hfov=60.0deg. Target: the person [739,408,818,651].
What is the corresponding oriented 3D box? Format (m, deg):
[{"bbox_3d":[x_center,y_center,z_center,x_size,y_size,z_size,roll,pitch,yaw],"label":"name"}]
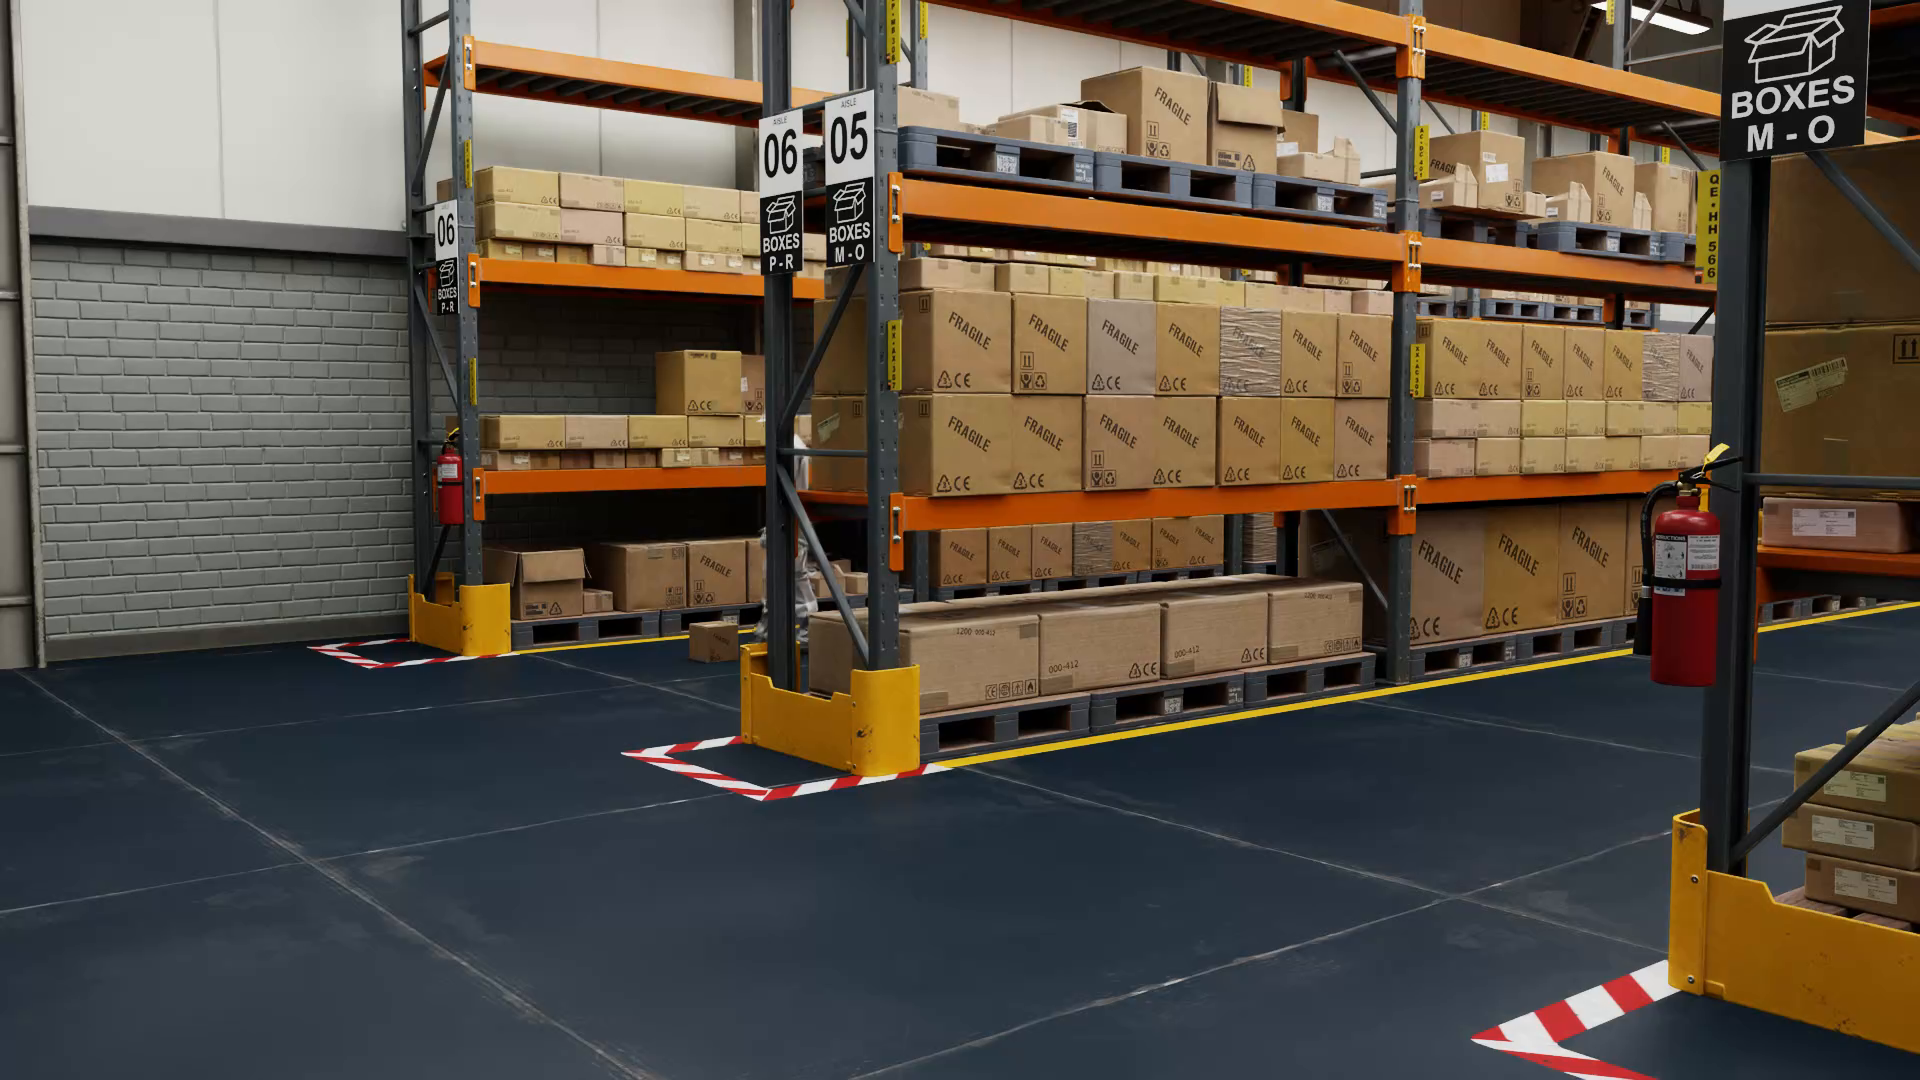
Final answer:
[{"bbox_3d":[-1.288,-0.067,11.814,0.605,1.830,0.601,0,4,-3],"label":"person"}]
